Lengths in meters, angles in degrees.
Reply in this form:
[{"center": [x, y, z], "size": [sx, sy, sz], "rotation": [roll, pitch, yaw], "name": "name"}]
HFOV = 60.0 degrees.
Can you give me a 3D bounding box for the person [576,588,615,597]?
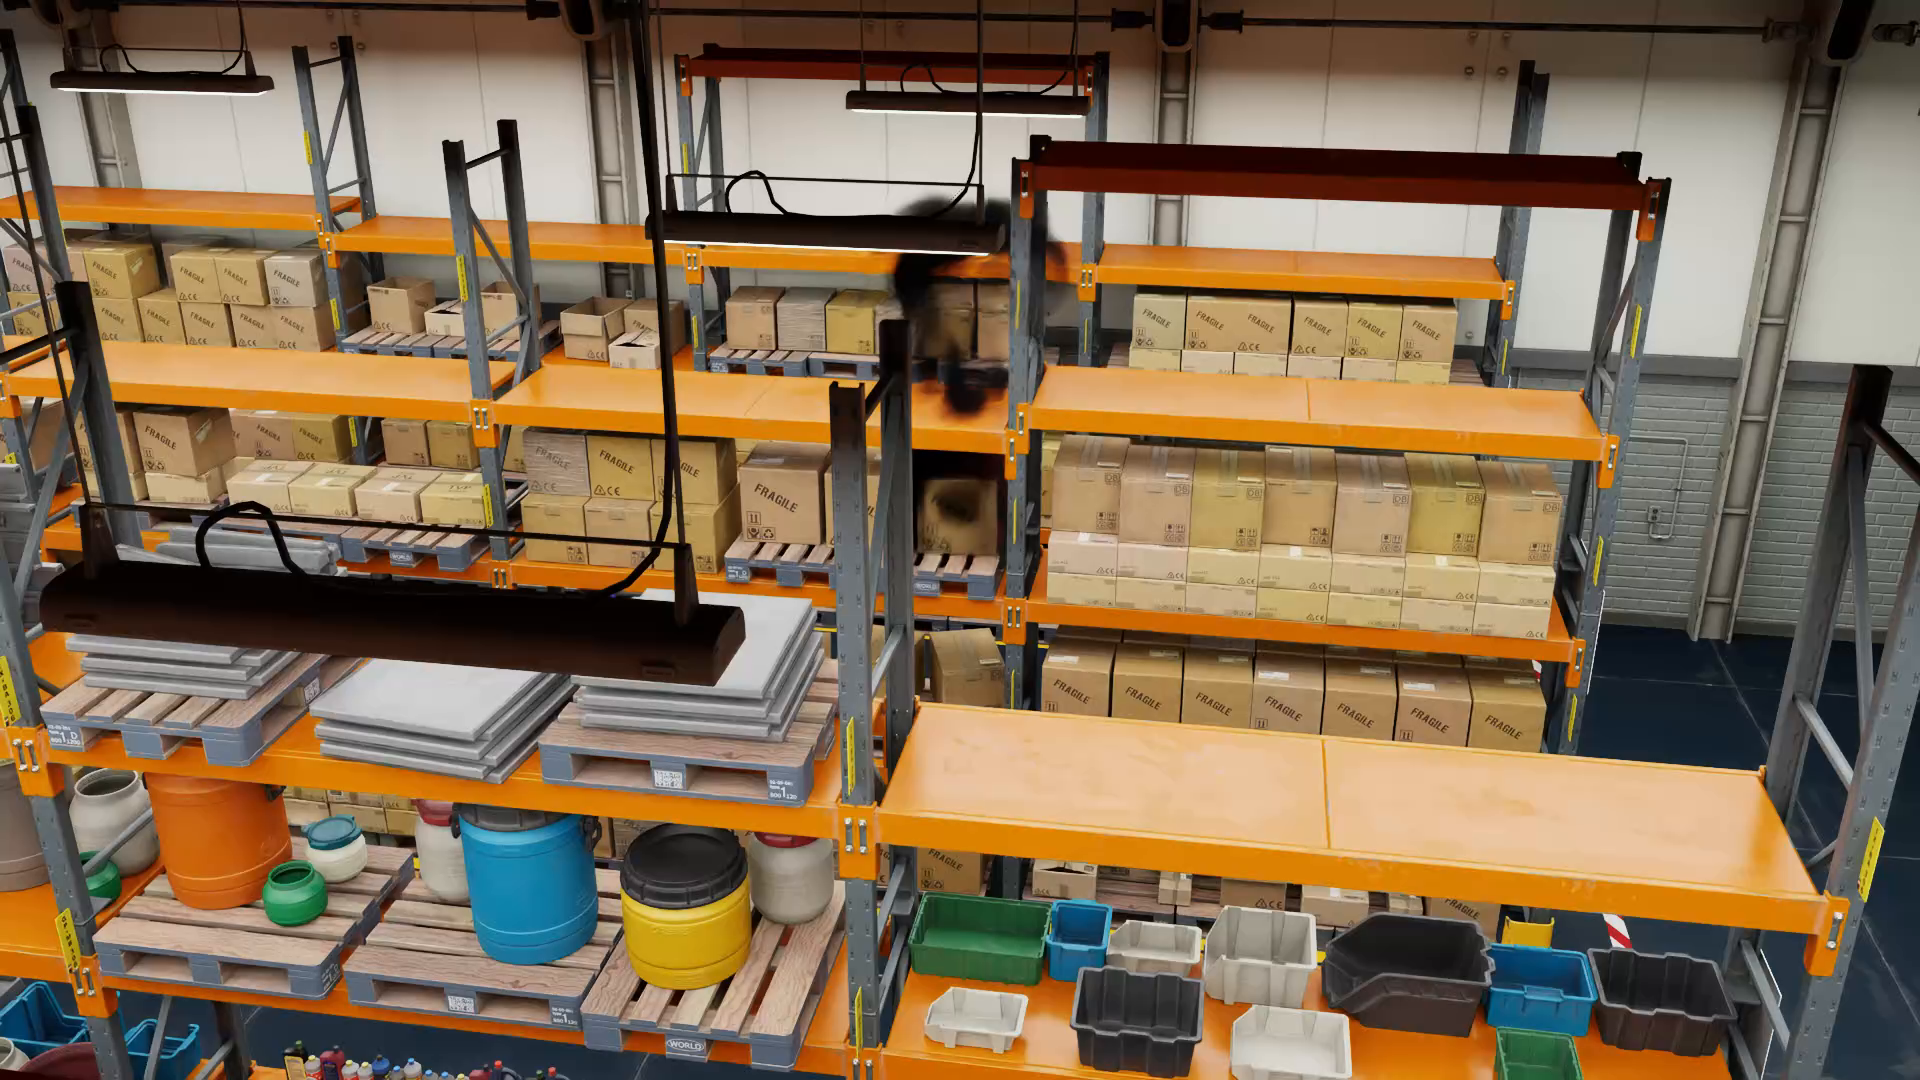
[{"center": [-3.511, 1.038, 15.809], "size": [0.691, 1.668, 0.550], "rotation": [2, 23, 4], "name": "person"}]
